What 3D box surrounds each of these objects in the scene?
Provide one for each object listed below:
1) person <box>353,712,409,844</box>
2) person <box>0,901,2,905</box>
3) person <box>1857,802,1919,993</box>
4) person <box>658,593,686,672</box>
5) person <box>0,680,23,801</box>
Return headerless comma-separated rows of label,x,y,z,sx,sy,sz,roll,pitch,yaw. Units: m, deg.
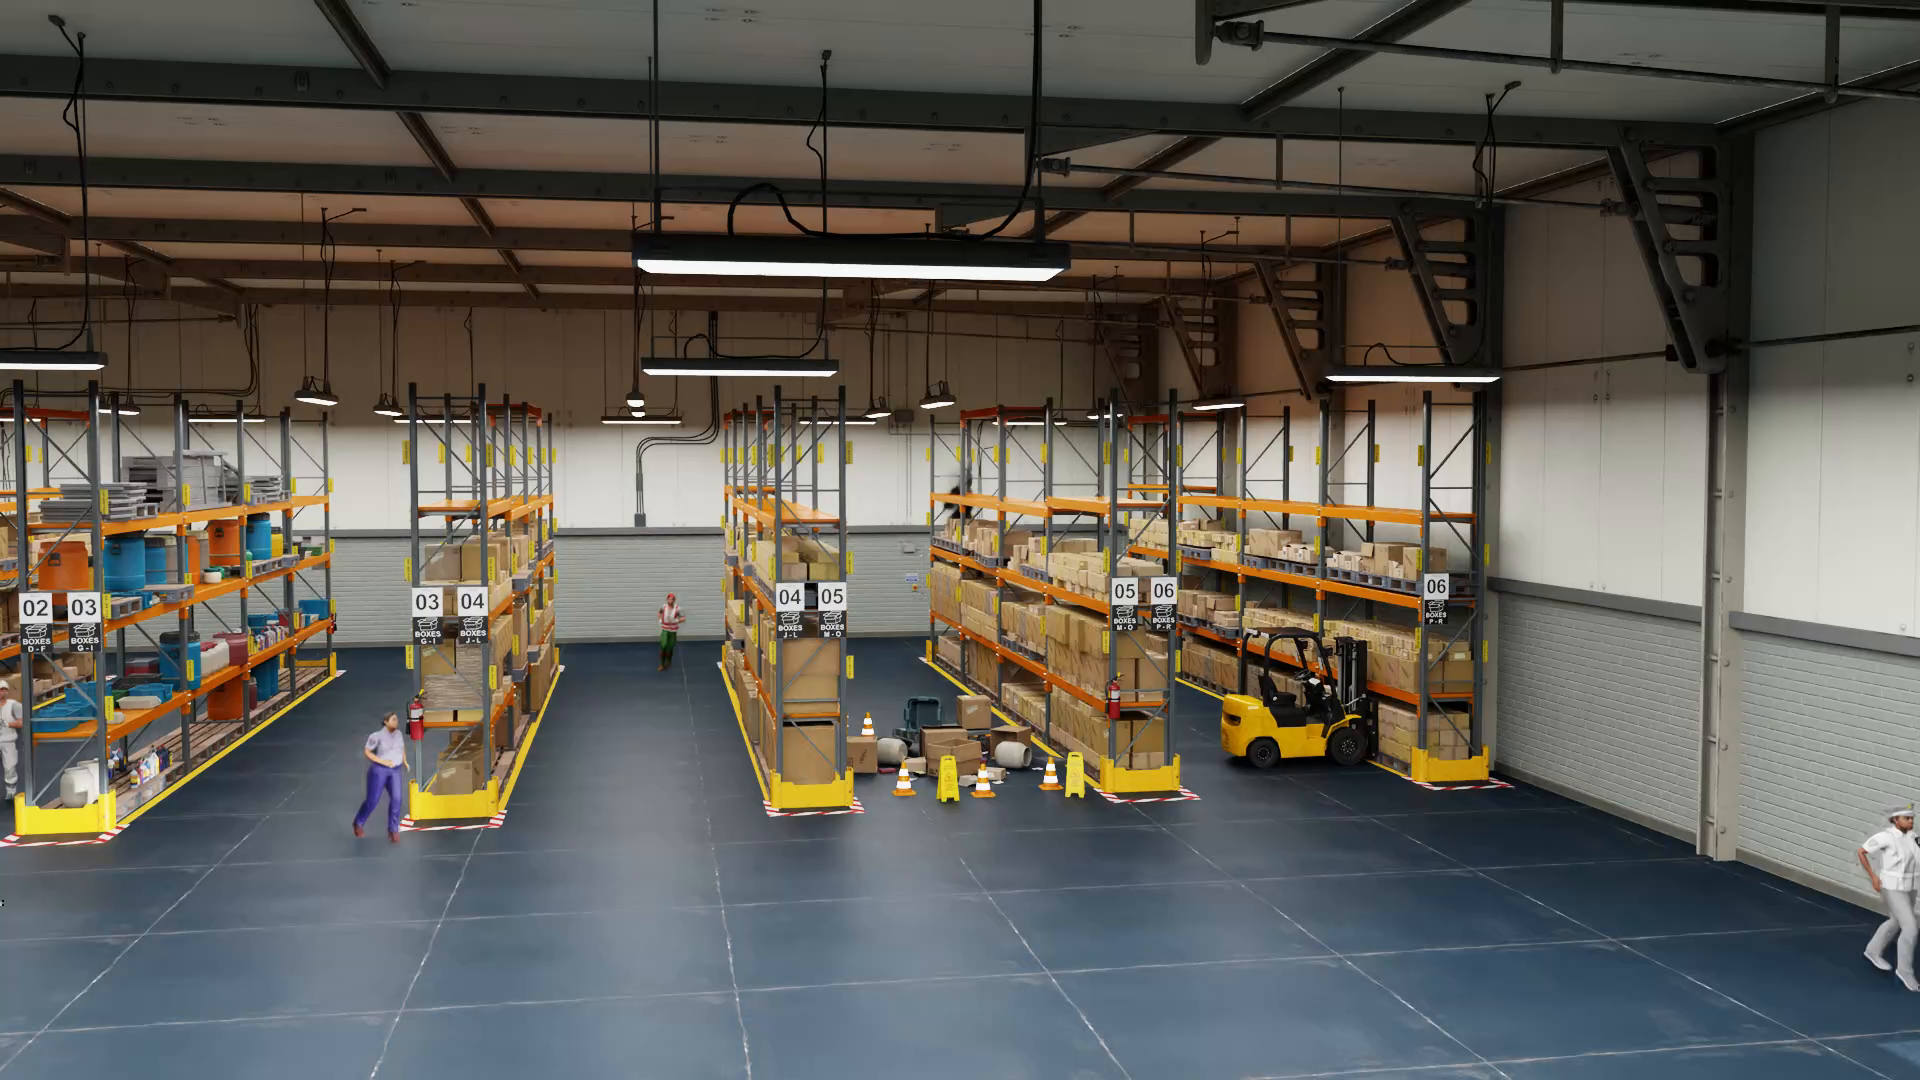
person,-7.487,3.079,21.759,0.828,1.663,0.680,2,4,39
person,-11.136,3.155,18.409,0.986,1.808,0.701,1,3,13
person,8.919,3.356,15.814,0.546,1.753,0.770,-1,3,-24
person,-6.741,2.154,38.892,0.653,1.834,0.791,0,3,-8
person,-13.649,2.910,23.652,0.643,1.839,0.762,-1,3,-20
